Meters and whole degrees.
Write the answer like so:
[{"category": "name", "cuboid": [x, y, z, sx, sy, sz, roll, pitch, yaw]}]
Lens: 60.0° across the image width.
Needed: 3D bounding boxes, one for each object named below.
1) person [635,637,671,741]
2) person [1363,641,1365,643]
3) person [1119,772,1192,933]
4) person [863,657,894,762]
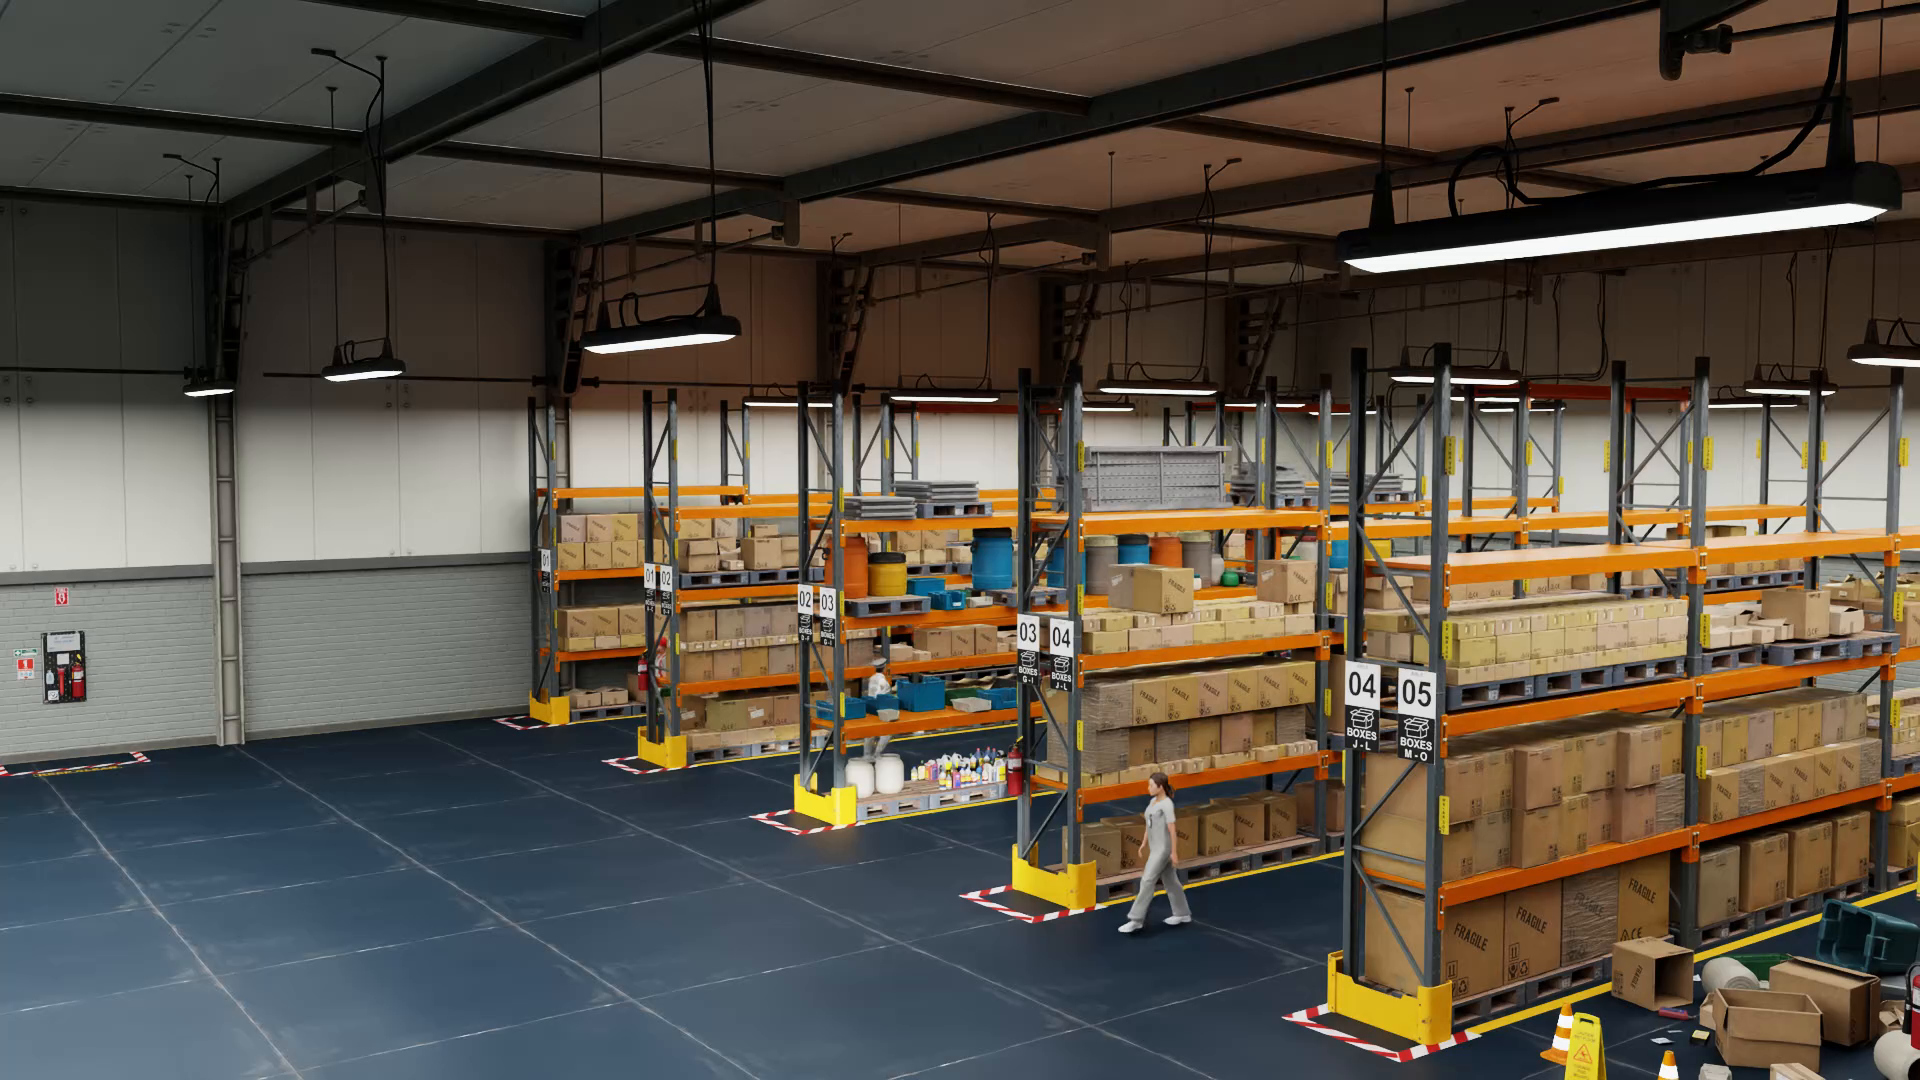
[{"category": "person", "cuboid": [-5.203, 2.569, 28.795, 0.851, 1.776, 0.551, -2, 4, -32]}, {"category": "person", "cuboid": [9.937, 1.931, 41.259, 0.537, 1.677, 0.383, -1, 3, -14]}, {"category": "person", "cuboid": [2.053, 3.278, 17.623, 0.871, 1.638, 0.504, -1, 3, -9]}, {"category": "person", "cuboid": [-1.334, 2.745, 26.748, 0.500, 1.666, 0.522, -1, 4, -24]}]
